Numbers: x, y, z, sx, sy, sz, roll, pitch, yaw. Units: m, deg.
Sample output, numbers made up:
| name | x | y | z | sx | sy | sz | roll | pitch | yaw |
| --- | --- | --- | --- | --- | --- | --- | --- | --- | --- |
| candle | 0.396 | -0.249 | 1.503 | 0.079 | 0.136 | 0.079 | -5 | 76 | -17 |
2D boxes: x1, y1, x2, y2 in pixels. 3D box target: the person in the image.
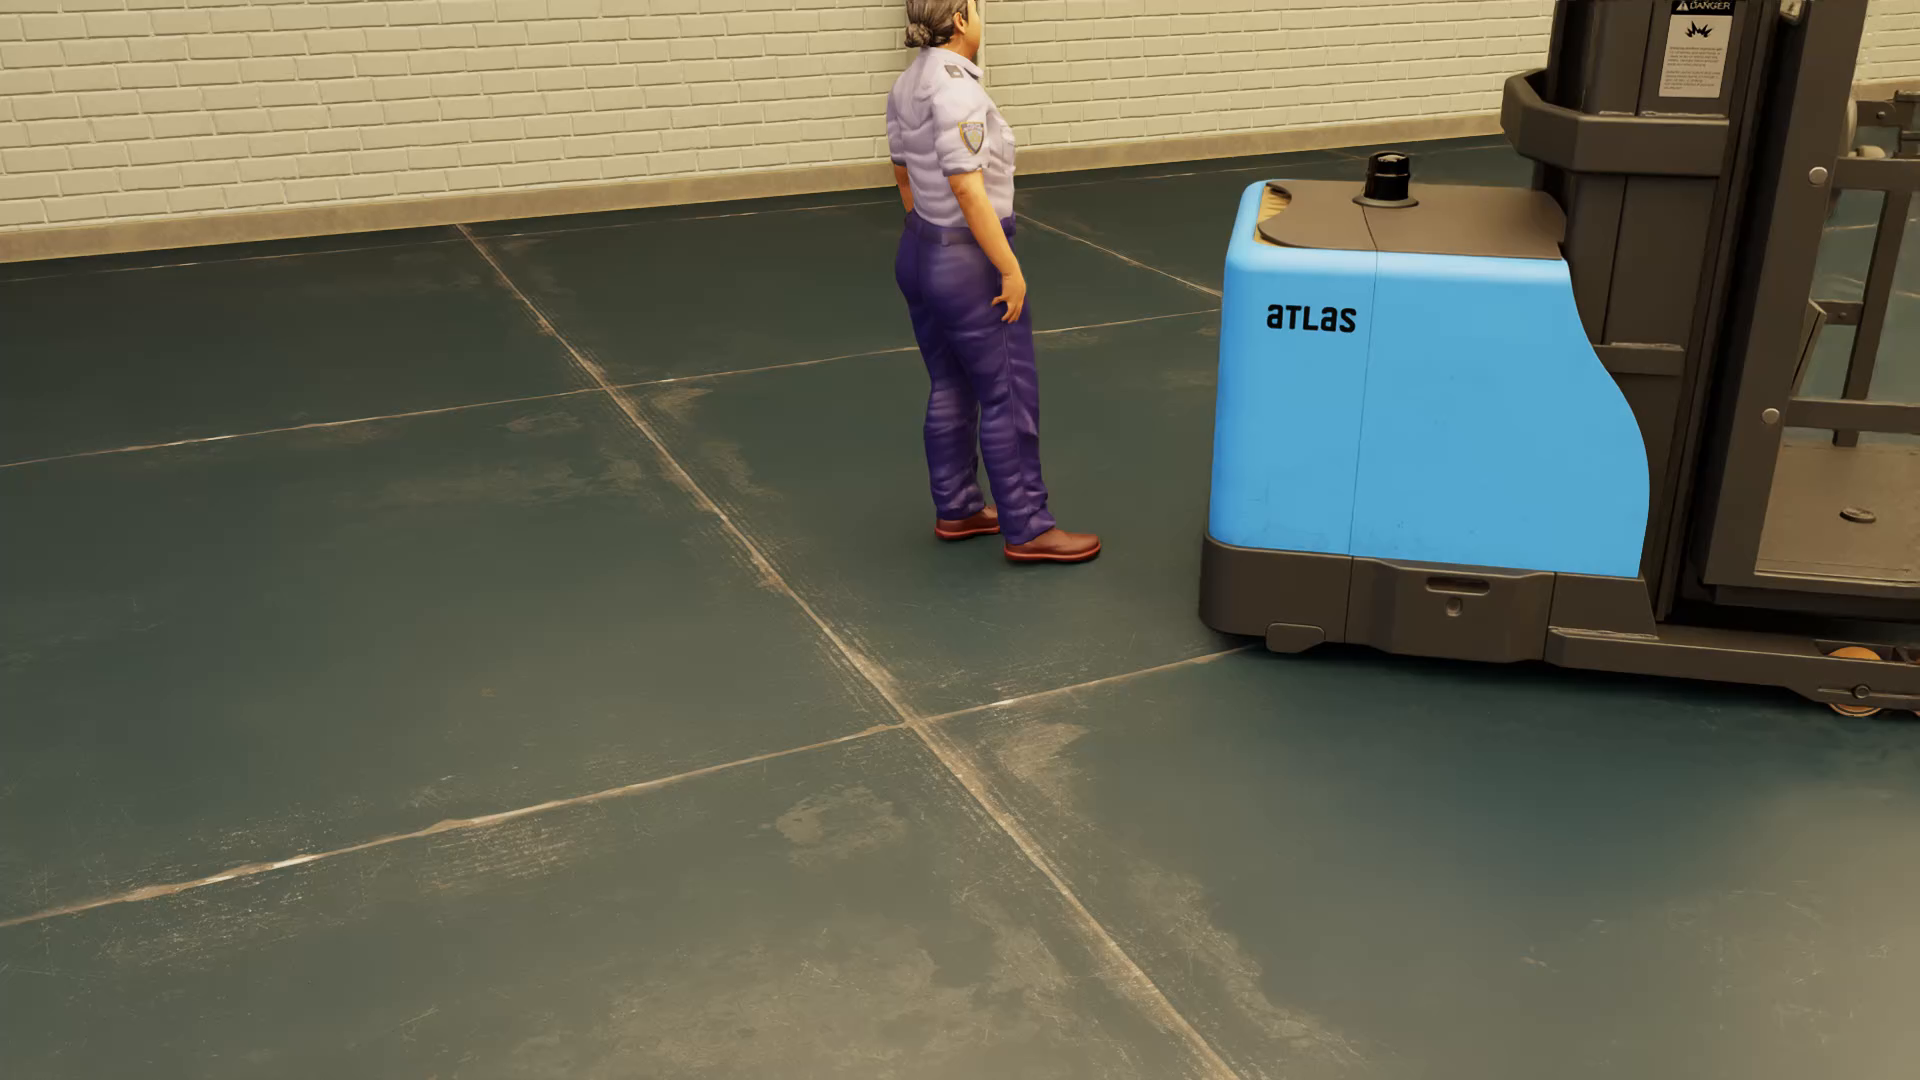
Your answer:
| name | x | y | z | sx | sy | sz | roll | pitch | yaw |
| --- | --- | --- | --- | --- | --- | --- | --- | --- | --- |
| person | 0.090 | -0.776 | 4.814 | 0.501 | 1.651 | 0.611 | -10 | 25 | -23 |

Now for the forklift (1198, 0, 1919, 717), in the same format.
| name | x | y | z | sx | sy | sz | roll | pitch | yaw |
| --- | --- | --- | --- | --- | --- | --- | --- | --- | --- |
| forklift | 2.206 | -1.129 | 4.004 | 3.031 | 2.935 | 1.130 | 5 | 23 | 11 |
